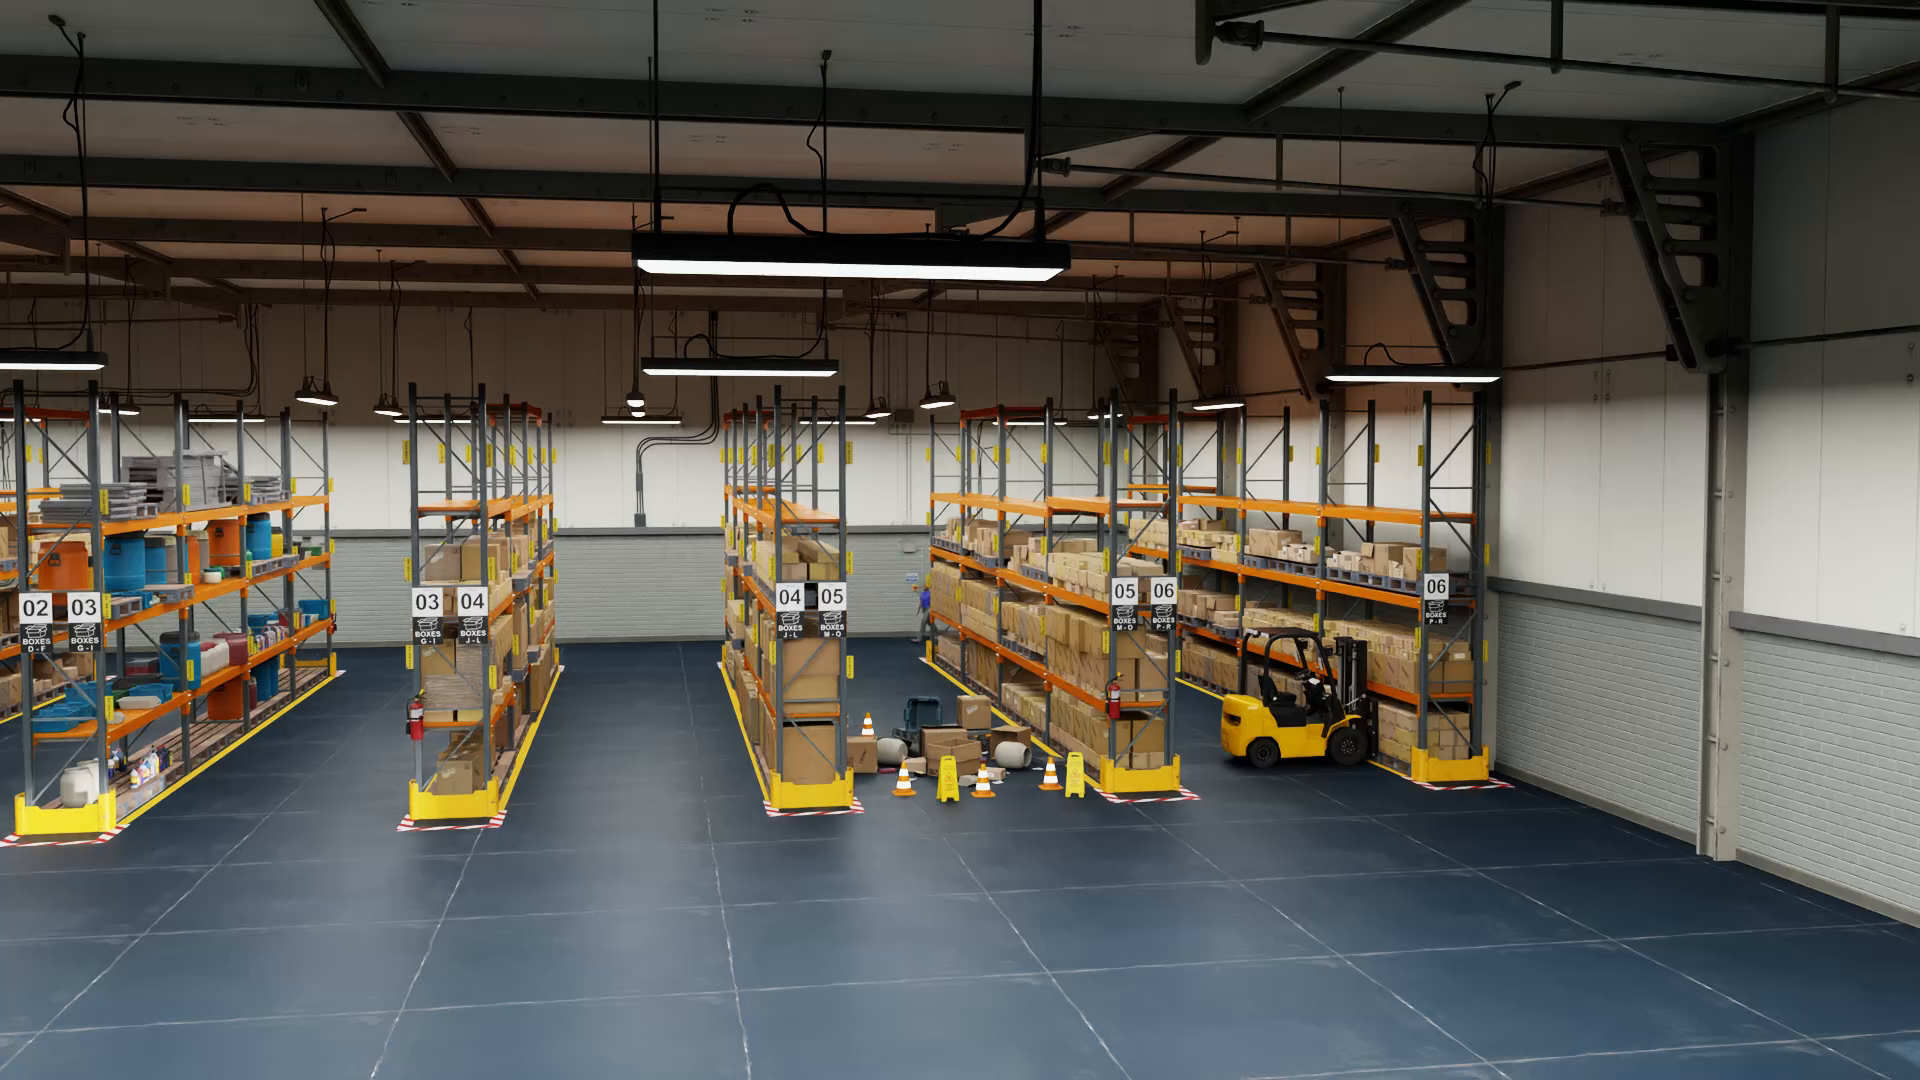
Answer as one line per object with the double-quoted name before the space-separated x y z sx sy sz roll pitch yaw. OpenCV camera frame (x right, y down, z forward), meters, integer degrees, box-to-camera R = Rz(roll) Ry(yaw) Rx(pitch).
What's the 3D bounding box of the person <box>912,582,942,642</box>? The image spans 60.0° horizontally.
"person" -0.869 1.931 44.720 0.984 1.619 0.453 -2 3 -31
